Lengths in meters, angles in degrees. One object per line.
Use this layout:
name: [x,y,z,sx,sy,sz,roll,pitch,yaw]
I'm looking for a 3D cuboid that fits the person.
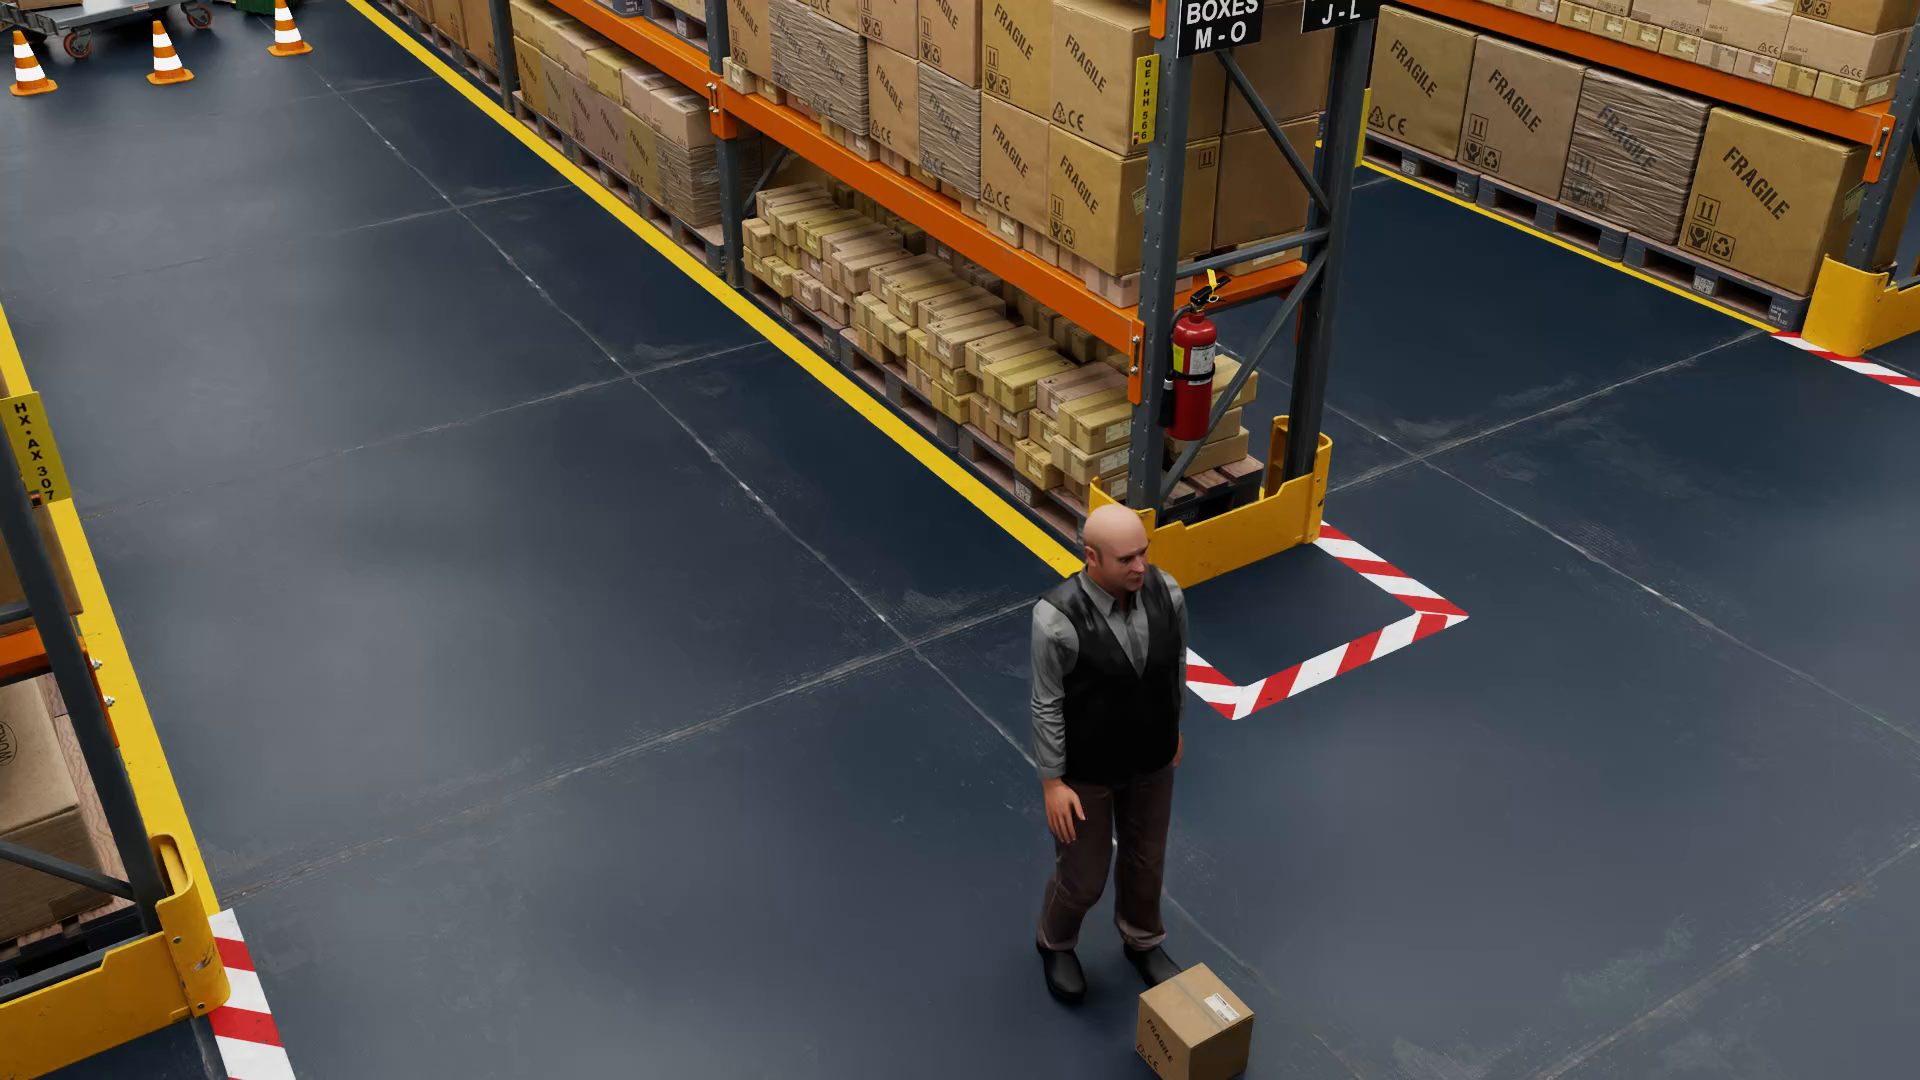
person: [0.482,0.690,5.050,0.572,1.733,0.480,-15,35,-23]
